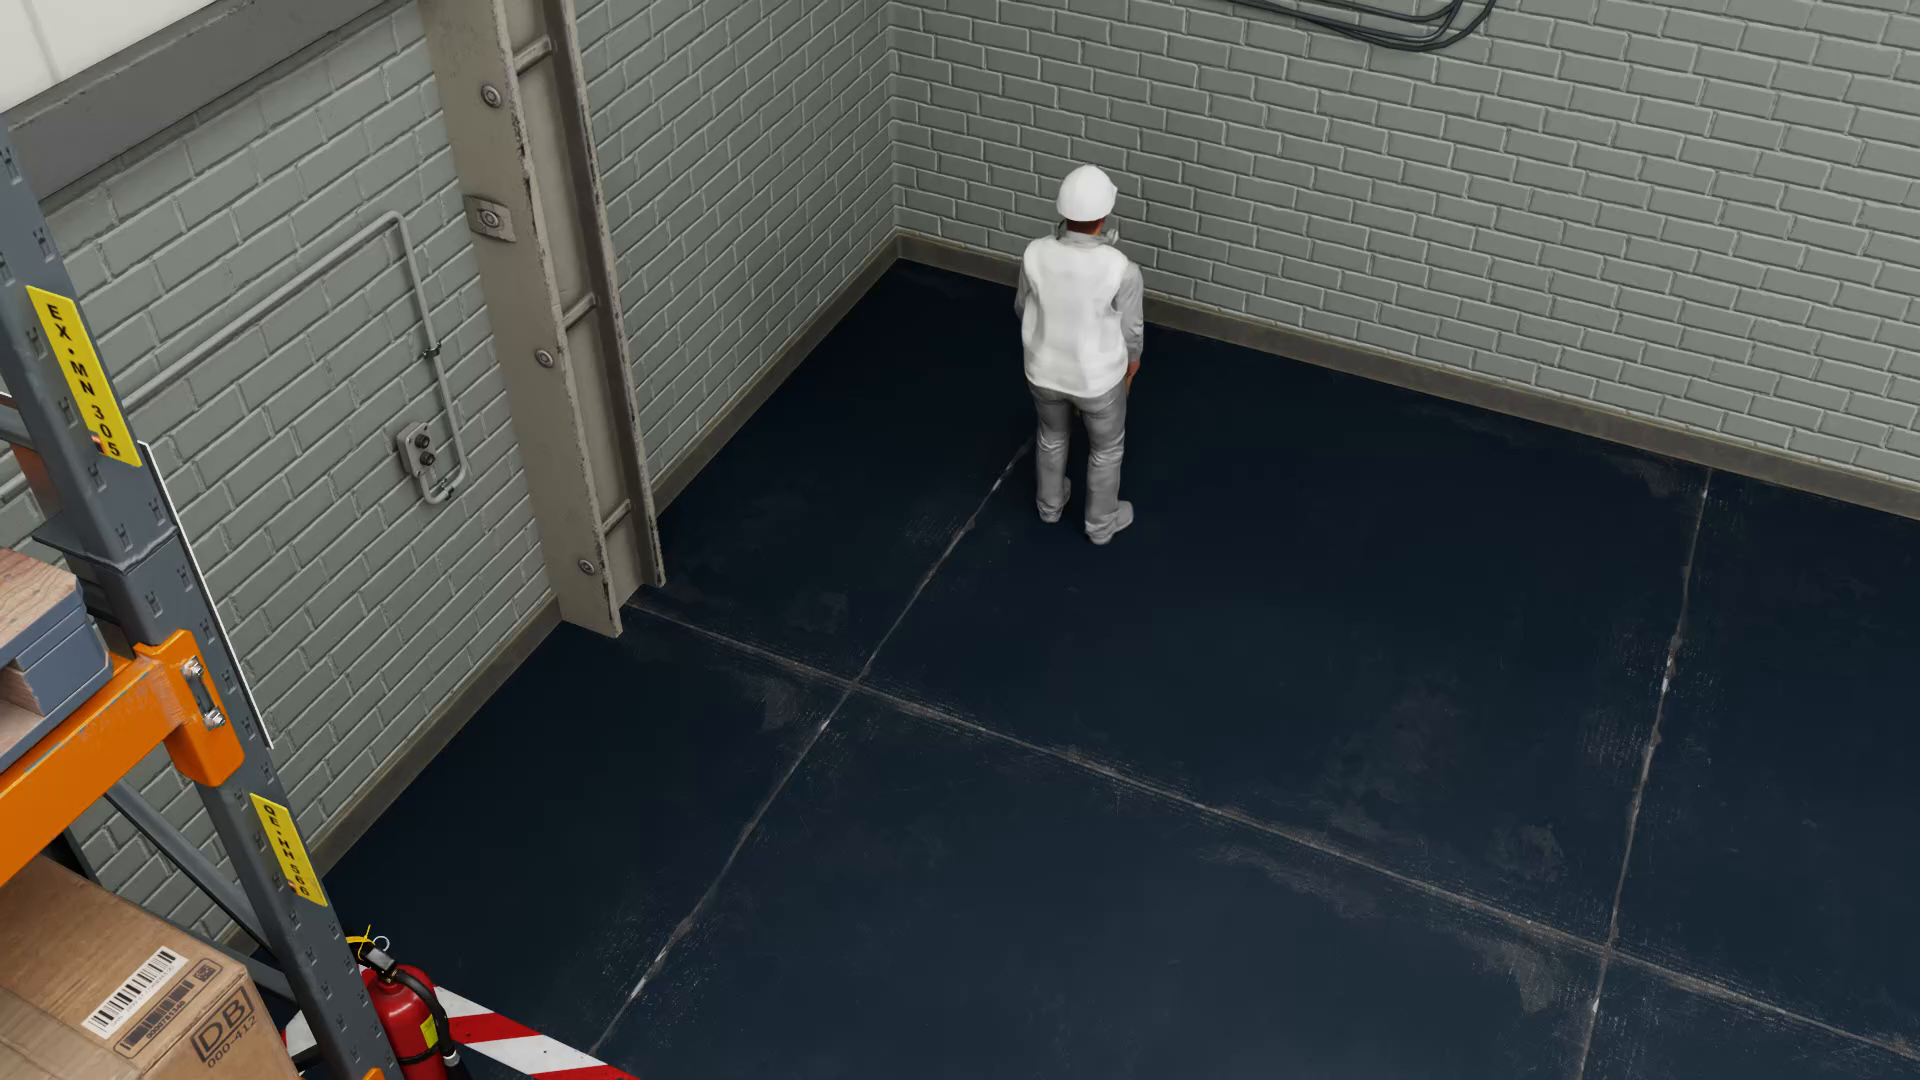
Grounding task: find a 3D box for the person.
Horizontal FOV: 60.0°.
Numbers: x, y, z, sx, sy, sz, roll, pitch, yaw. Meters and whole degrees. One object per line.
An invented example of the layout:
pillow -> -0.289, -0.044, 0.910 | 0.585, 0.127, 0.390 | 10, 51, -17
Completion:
person -> 0.497, -0.752, 6.979 | 0.556, 1.777, 0.471 | 16, 44, 17
